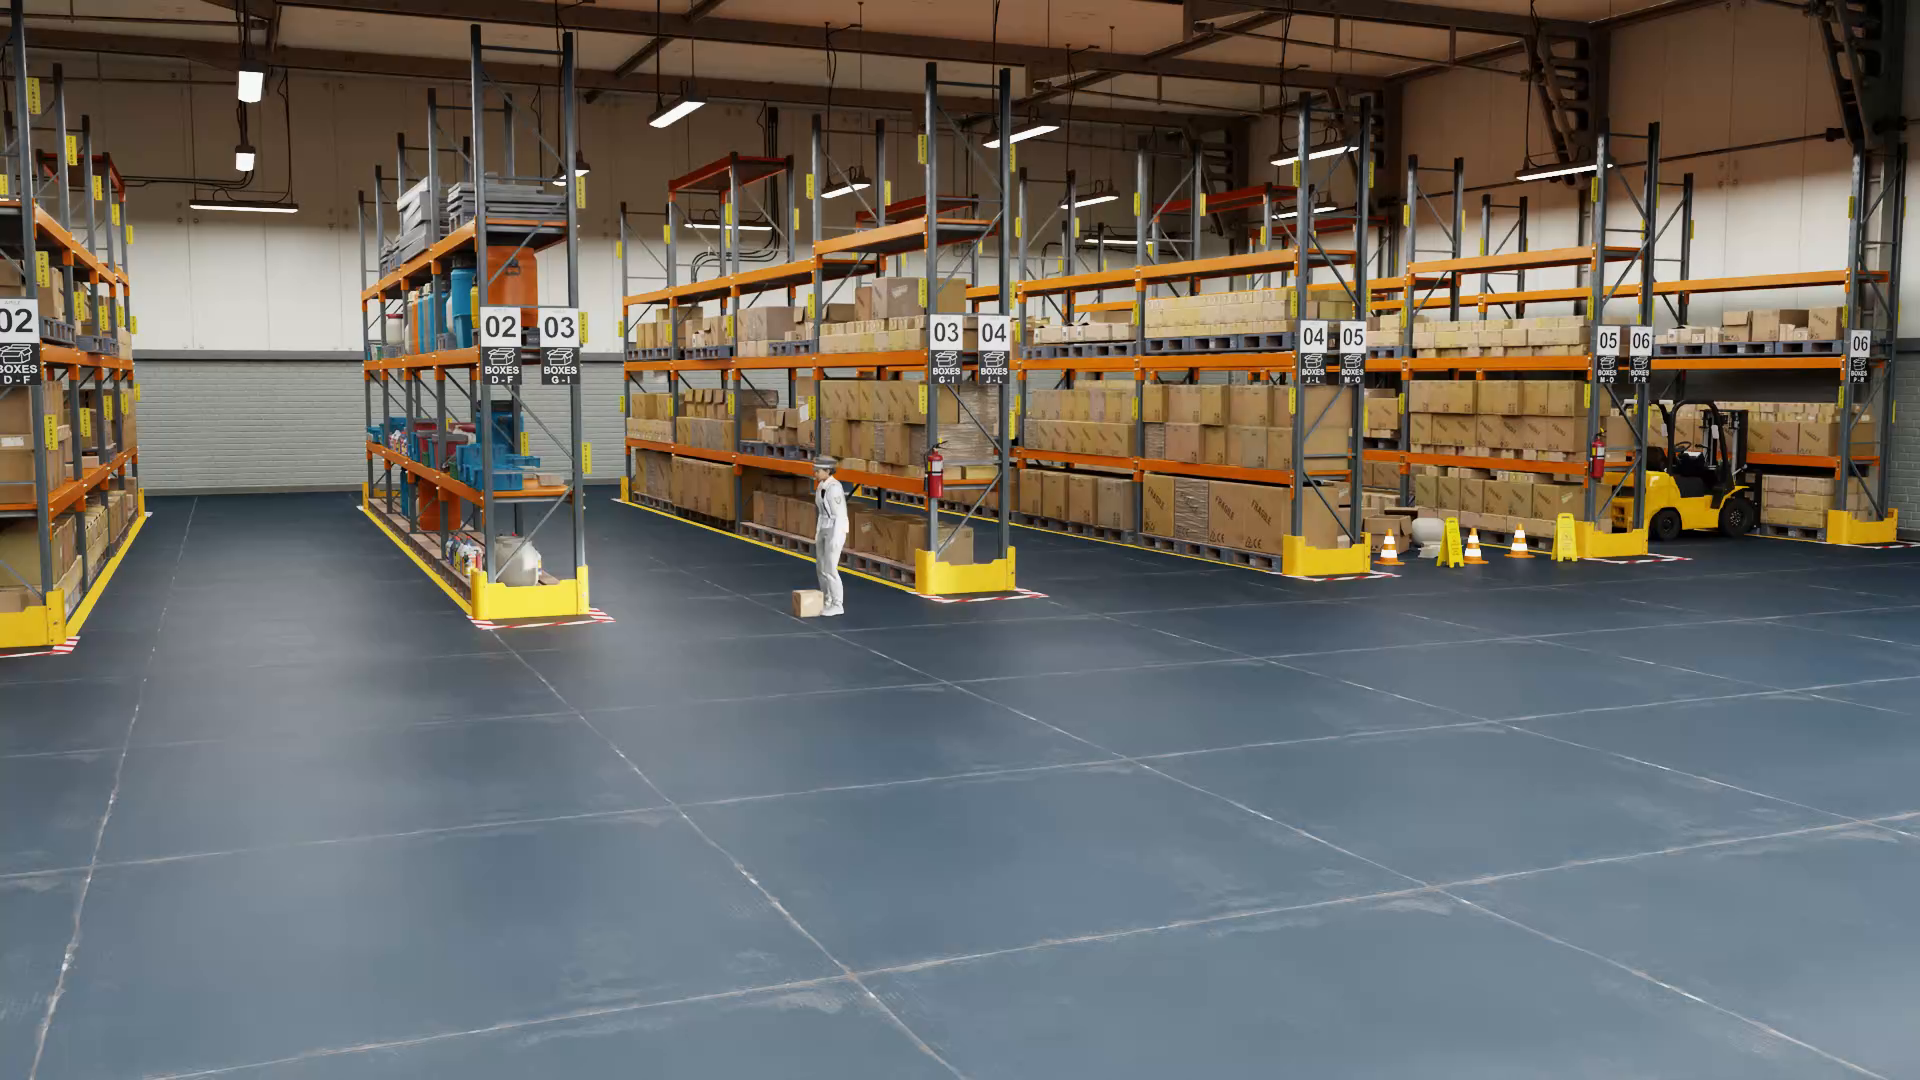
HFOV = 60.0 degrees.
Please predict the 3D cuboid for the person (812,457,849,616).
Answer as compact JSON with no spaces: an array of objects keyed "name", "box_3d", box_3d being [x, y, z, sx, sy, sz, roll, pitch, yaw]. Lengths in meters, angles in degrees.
[{"name":"person","box_3d":[-1.377,-0.048,17.494,0.375,1.662,0.529,-3,6,-26]}]
